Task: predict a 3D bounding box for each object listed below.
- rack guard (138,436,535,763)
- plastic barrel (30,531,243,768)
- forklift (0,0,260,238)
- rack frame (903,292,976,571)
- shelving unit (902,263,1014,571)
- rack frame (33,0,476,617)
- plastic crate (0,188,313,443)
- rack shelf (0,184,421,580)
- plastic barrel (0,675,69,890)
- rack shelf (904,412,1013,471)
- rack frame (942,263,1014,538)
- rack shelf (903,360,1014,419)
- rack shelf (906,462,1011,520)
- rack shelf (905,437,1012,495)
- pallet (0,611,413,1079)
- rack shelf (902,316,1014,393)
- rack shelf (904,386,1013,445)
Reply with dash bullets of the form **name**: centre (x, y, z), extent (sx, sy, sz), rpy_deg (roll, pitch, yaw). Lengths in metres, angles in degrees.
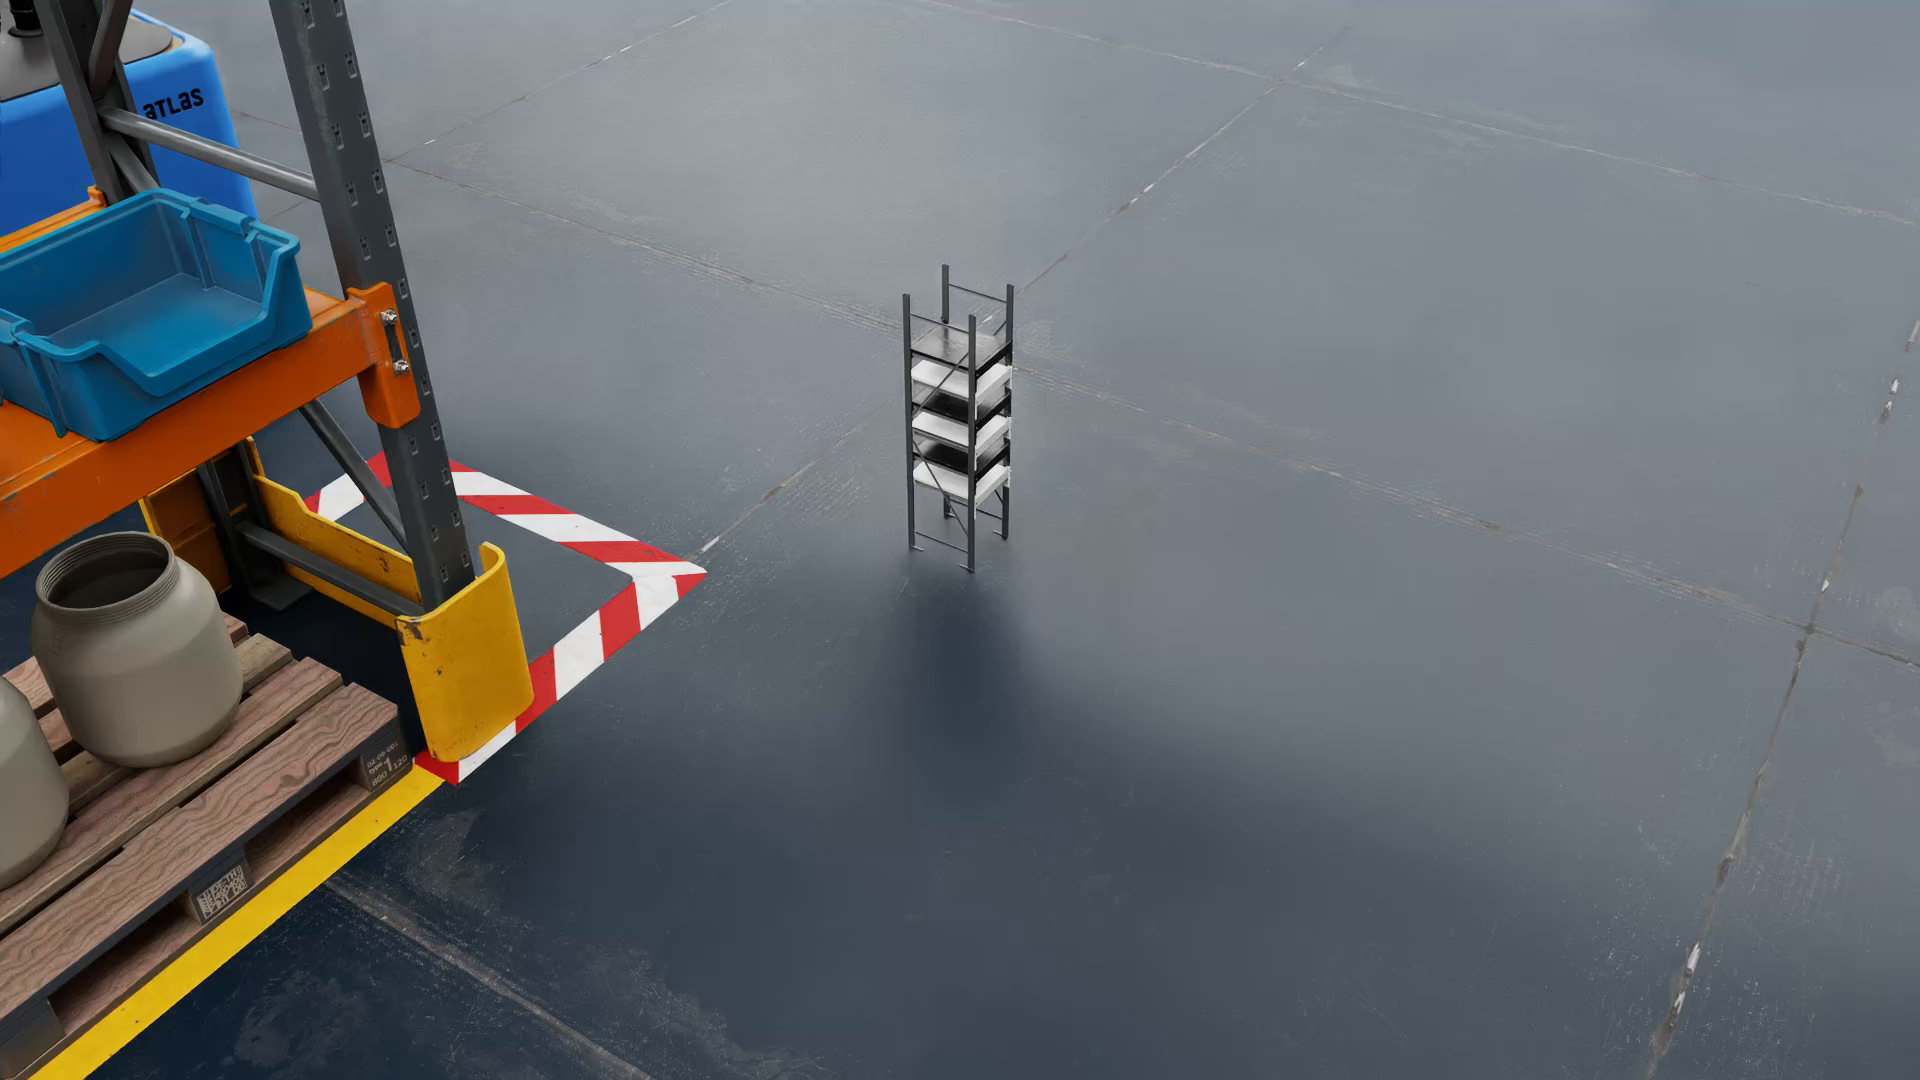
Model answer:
- **rack guard**: centre (-1.756, 0.136, 4.664), extent (1.175, 0.500, 0.348), rpy_deg (21, 42, 25)
- **plastic barrel**: centre (-2.043, 0.275, 4.130), extent (0.421, 0.512, 0.421), rpy_deg (0, 38, 0)
- **forklift**: centre (-3.904, -1.525, 4.828), extent (1.130, 2.935, 3.031), rpy_deg (28, 45, 31)
- **rack frame**: centre (-0.059, -0.300, 4.902), extent (0.240, 0.900, 0.006), rpy_deg (21, 42, 25)
- **shelving unit**: centre (-0.004, -0.352, 4.970), extent (0.258, 0.900, 0.210), rpy_deg (21, 42, 25)
- **rack frame**: centre (-1.755, -0.908, 3.971), extent (1.000, 3.000, 0.127), rpy_deg (21, 42, 25)
- **plastic crate**: centre (-1.771, -0.493, 3.555), extent (0.499, 0.251, 0.616), rpy_deg (21, 42, 25)
- **rack shelf**: centre (-2.827, 0.408, 2.853), extent (1.077, 0.370, 4.000), rpy_deg (21, 42, 25)
- **plastic barrel**: centre (-2.312, 0.533, 3.795), extent (0.421, 0.512, 0.421), rpy_deg (0, 38, 0)
- **rack shelf**: centre (-0.004, -0.326, 4.990), extent (0.258, 0.077, 0.200), rpy_deg (21, 42, 25)
- **rack frame**: centre (0.050, -0.405, 5.038), extent (0.240, 0.900, 0.006), rpy_deg (21, 42, 25)
- **rack shelf**: centre (-0.004, -0.468, 4.880), extent (0.258, 0.077, 0.200), rpy_deg (21, 42, 25)
- **rack shelf**: centre (-0.004, -0.183, 5.100), extent (0.258, 0.077, 0.200), rpy_deg (21, 42, 25)
- **rack shelf**: centre (-0.004, -0.255, 5.045), extent (0.258, 0.077, 0.200), rpy_deg (21, 42, 25)
- **pallet**: centre (-2.196, 0.668, 4.211), extent (1.003, 0.211, 1.213), rpy_deg (21, 42, 25)
- **rack shelf**: centre (-0.004, -0.540, 4.825), extent (0.258, 0.077, 0.200), rpy_deg (21, 42, 25)
- **rack shelf**: centre (-0.004, -0.397, 4.935), extent (0.258, 0.077, 0.200), rpy_deg (21, 42, 25)
